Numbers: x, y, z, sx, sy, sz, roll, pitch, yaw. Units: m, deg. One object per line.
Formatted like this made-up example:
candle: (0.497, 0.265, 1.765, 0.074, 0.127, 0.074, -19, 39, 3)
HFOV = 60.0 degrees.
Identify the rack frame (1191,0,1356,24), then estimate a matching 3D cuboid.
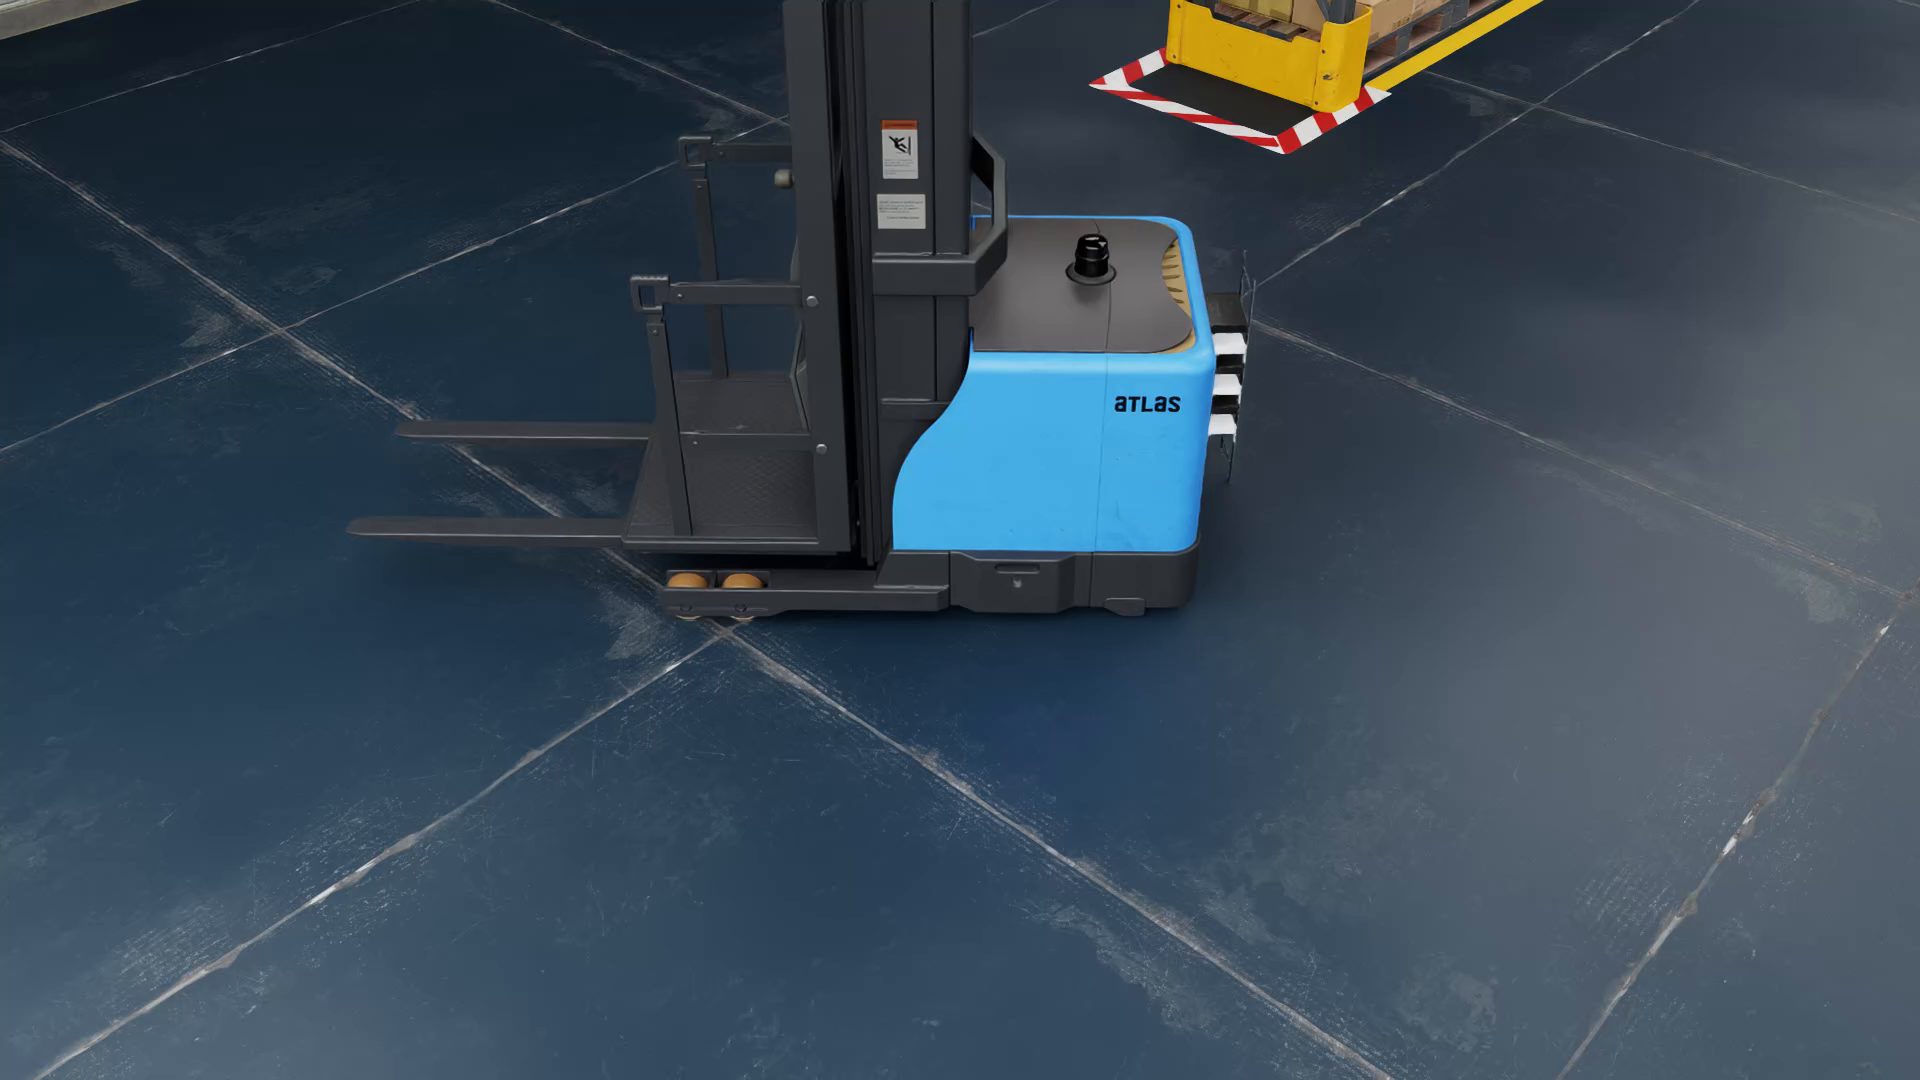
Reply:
rack frame: (1.752, -3.863, 8.698, 1.000, 3.000, 0.127, 30, 47, 32)

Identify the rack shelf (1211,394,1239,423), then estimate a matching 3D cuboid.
rack shelf: (0.955, -0.552, 6.419, 0.200, 0.077, 0.258, -1, 38, -1)

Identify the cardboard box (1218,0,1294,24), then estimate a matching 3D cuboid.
cardboard box: (1.895, -3.322, 9.889, 0.500, 0.250, 0.500, 30, 47, 32)

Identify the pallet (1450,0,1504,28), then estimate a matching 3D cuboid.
pallet: (3.060, -3.699, 10.732, 1.003, 0.211, 1.213, 30, 47, 32)

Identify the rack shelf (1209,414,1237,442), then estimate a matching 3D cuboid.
rack shelf: (0.955, -0.481, 6.474, 0.200, 0.077, 0.258, -1, 38, -1)

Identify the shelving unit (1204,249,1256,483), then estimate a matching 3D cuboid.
shelving unit: (0.955, -0.648, 6.342, 0.210, 0.900, 0.258, -1, 38, -1)

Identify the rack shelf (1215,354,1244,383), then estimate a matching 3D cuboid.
rack shelf: (0.955, -0.693, 6.307, 0.200, 0.077, 0.258, -1, 38, -1)

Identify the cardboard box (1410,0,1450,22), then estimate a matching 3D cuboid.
cardboard box: (2.612, -3.336, 9.907, 0.500, 0.250, 0.500, 30, 47, 32)

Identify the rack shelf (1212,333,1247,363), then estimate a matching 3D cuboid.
rack shelf: (0.955, -0.763, 6.251, 0.200, 0.077, 0.258, -1, 38, -1)

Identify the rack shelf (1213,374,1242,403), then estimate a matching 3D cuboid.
rack shelf: (0.955, -0.622, 6.363, 0.200, 0.077, 0.258, -1, 38, -1)

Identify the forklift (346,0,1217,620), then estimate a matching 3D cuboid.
forklift: (-0.674, -1.194, 5.397, 3.031, 2.935, 1.130, 1, 38, 1)

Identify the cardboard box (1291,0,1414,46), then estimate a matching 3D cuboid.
cardboard box: (2.278, -3.104, 9.616, 0.500, 0.250, 0.500, 30, 47, 32)

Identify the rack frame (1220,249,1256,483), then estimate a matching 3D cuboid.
rack frame: (1.057, -0.650, 6.344, 0.006, 0.900, 0.240, -1, 38, -1)

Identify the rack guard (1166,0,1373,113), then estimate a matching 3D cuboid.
rack guard: (1.736, -2.874, 9.463, 1.175, 0.500, 0.348, 30, 47, 32)

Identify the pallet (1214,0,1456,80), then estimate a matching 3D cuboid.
pallet: (2.237, -3.141, 10.030, 1.003, 0.211, 1.213, 30, 47, 32)

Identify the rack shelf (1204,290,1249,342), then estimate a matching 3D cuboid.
rack shelf: (0.955, -0.834, 6.195, 0.200, 0.077, 0.258, -1, 38, -1)
